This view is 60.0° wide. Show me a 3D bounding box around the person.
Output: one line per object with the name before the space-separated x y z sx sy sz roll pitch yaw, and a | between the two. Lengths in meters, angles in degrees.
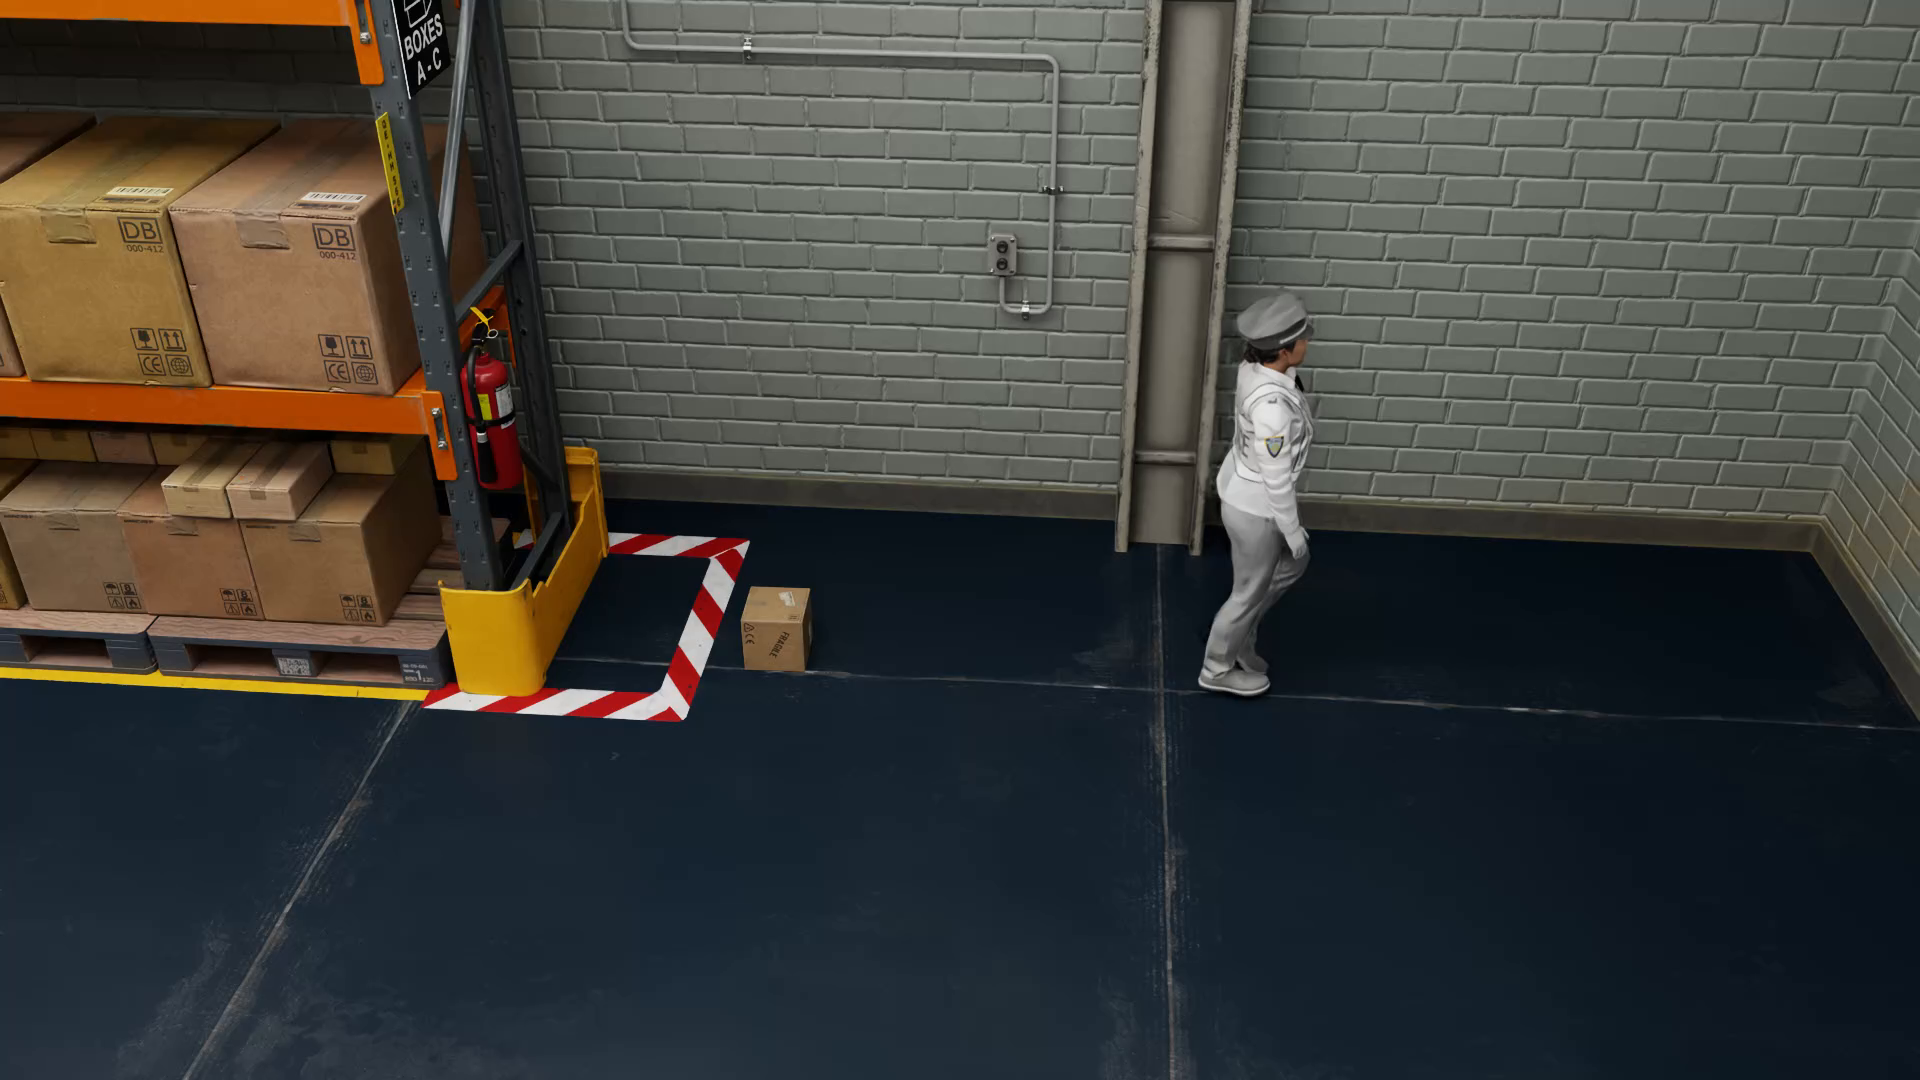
person | 1.171 -0.130 6.318 0.416 1.715 0.476 2 32 4
